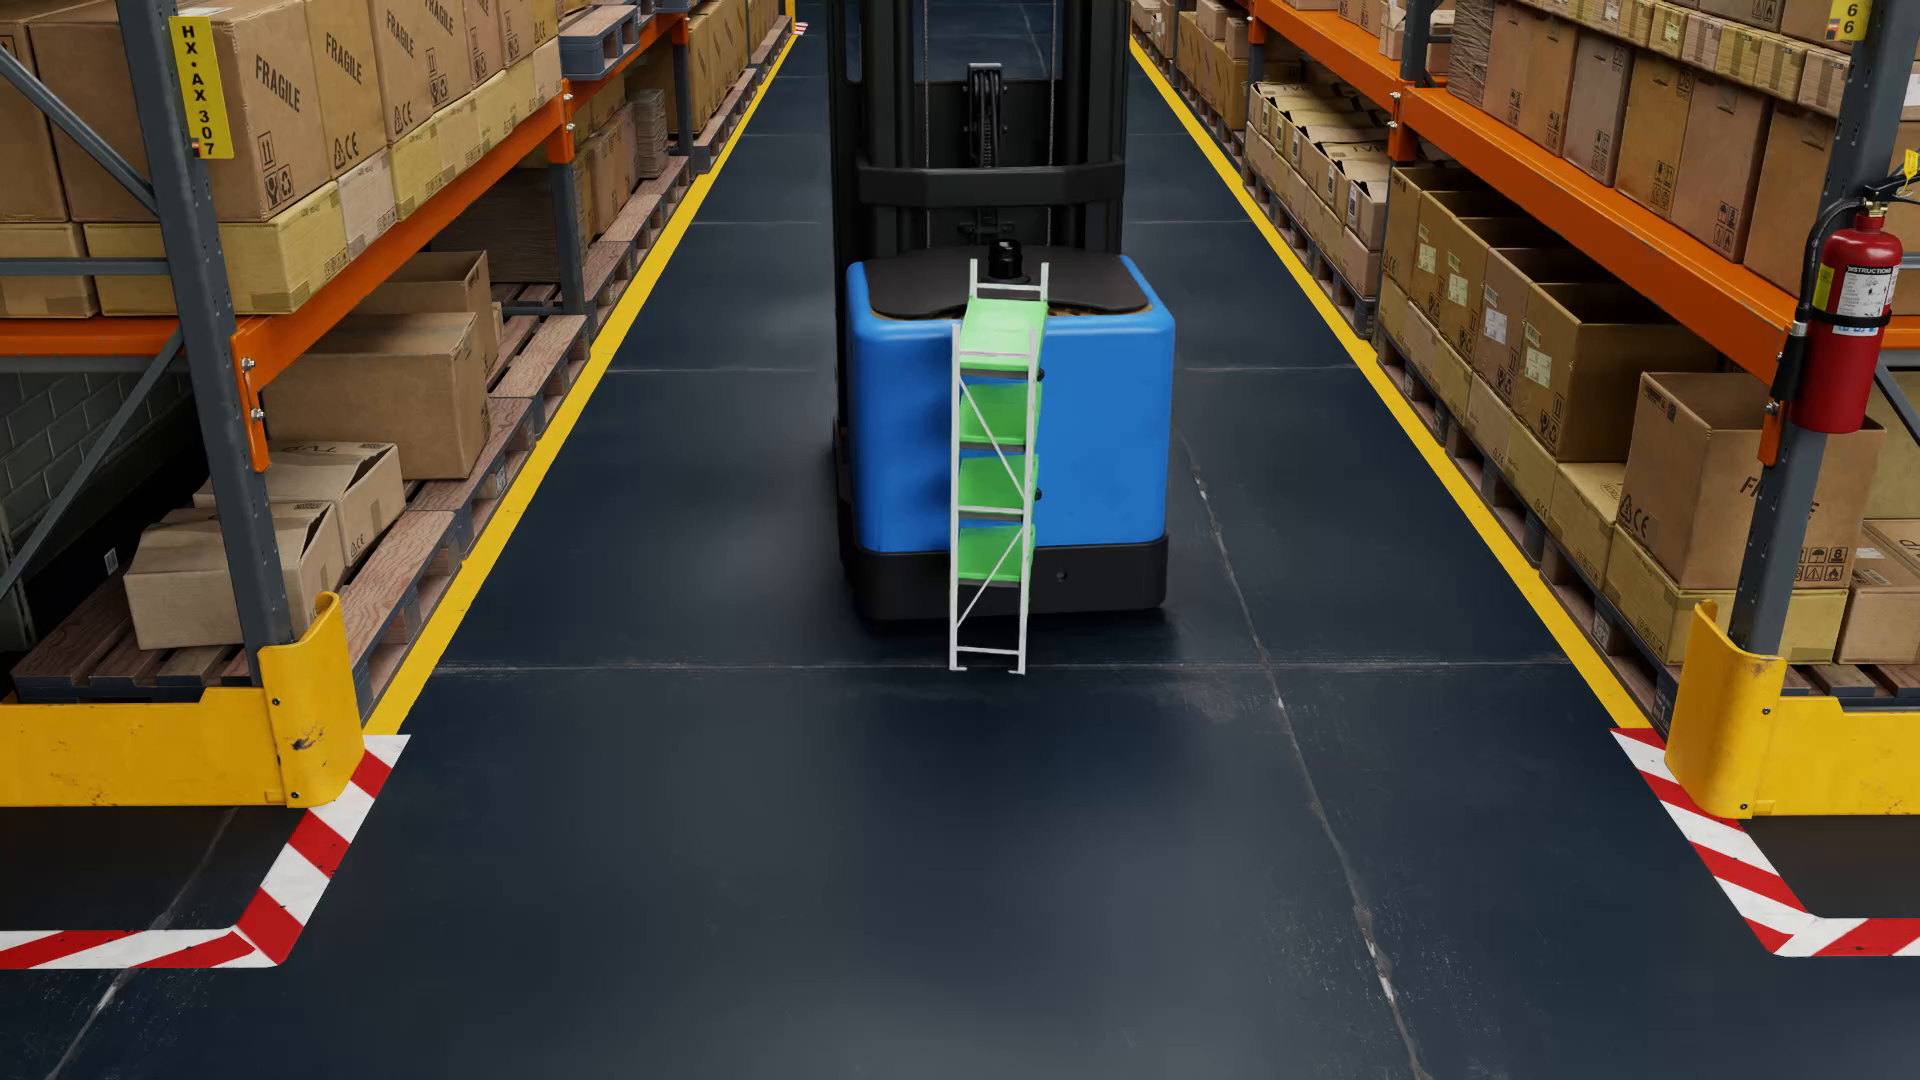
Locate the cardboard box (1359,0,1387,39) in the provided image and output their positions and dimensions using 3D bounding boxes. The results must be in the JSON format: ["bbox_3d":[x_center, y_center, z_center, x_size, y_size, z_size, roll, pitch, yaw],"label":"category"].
[{"bbox_3d":[2.581,-3.120,9.387,0.500,0.500,0.500,0,24,0],"label":"cardboard box"}]

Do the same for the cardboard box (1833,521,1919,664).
[{"bbox_3d":[2.845,0.154,5.098,0.500,0.250,0.500,0,24,-1],"label":"cardboard box"}]

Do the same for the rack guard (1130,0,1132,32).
[{"bbox_3d":[2.454,-6.109,19.150,1.175,0.500,0.348,0,24,-1],"label":"rack guard"}]

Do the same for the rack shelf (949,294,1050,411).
[{"bbox_3d":[0.123,-0.570,4.993,0.258,0.148,0.480,4,32,5],"label":"rack shelf"}]

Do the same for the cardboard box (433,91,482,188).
[{"bbox_3d":[-2.036,-1.438,5.946,0.500,0.250,0.500,0,24,0],"label":"cardboard box"}]

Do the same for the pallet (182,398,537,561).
[{"bbox_3d":[-2.310,-0.259,6.567,1.003,0.211,1.213,0,24,-1],"label":"pallet"}]

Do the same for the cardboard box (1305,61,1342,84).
[{"bbox_3d":[2.822,-3.233,12.258,0.500,0.500,0.500,1,24,2],"label":"cardboard box"}]

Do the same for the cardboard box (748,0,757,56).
[{"bbox_3d":[-2.362,-4.968,16.118,0.700,0.500,0.500,0,24,0],"label":"cardboard box"}]

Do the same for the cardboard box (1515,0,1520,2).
[{"bbox_3d":[2.405,-2.246,6.667,0.380,0.149,0.250,0,24,-1],"label":"cardboard box"}]

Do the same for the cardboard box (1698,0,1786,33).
[{"bbox_3d":[2.624,-1.754,4.792,0.700,0.500,0.500,-1,24,-2],"label":"cardboard box"}]

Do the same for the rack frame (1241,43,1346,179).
[{"bbox_3d":[2.541,-3.983,11.416,1.000,3.000,0.127,0,24,-1],"label":"rack frame"}]

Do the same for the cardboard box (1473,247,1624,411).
[{"bbox_3d":[2.295,-0.804,6.304,0.500,0.500,0.500,0,24,-1],"label":"cardboard box"}]

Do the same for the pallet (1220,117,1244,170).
[{"bbox_3d":[2.570,-3.020,12.671,1.003,0.211,1.213,0,24,-1],"label":"pallet"}]

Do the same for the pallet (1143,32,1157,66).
[{"bbox_3d":[2.474,-5.147,17.375,1.003,0.211,1.213,0,24,-1],"label":"pallet"}]

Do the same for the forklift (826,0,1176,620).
[{"bbox_3d":[0.043,-1.642,6.324,1.130,2.935,3.031,-2,24,-5],"label":"forklift"}]

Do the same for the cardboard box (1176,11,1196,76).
[{"bbox_3d":[2.259,-4.492,15.041,0.500,0.500,0.500,-1,24,-3],"label":"cardboard box"}]

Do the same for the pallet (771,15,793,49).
[{"bbox_3d":[-2.413,-5.655,18.499,1.003,0.211,1.213,0,24,-1],"label":"pallet"}]

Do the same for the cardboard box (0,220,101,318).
[{"bbox_3d":[-2.524,-0.795,4.525,0.500,0.250,0.500,0,24,0],"label":"cardboard box"}]

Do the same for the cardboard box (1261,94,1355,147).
[{"bbox_3d":[2.267,-2.743,10.821,0.500,0.311,0.500,-1,24,-2],"label":"cardboard box"}]

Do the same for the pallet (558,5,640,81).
[{"bbox_3d":[-2.232,-2.539,8.456,1.003,0.211,1.213,0,24,-1],"label":"pallet"}]

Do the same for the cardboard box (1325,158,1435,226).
[{"bbox_3d":[2.281,-1.908,8.976,0.500,0.311,0.500,0,24,1],"label":"cardboard box"}]

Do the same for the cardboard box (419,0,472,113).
[{"bbox_3d":[-2.042,-1.772,5.776,0.500,0.500,0.500,0,24,1],"label":"cardboard box"}]

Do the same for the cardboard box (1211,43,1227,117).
[{"bbox_3d":[2.291,-3.642,13.161,0.500,0.500,0.500,-1,24,-2],"label":"cardboard box"}]

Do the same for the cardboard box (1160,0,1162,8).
[{"bbox_3d":[2.471,-5.468,17.195,0.797,0.503,0.637,0,24,-1],"label":"cardboard box"}]

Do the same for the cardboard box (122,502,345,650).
[{"bbox_3d":[-2.243,0.077,5.169,0.500,0.311,0.500,-3,25,-7],"label":"cardboard box"}]

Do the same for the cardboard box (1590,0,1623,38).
[{"bbox_3d":[2.414,-1.823,5.732,0.380,0.149,0.250,-1,24,-1],"label":"cardboard box"}]

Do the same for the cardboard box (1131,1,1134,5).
[{"bbox_3d":[2.114,-6.006,18.816,0.380,0.149,0.250,0,24,-1],"label":"cardboard box"}]

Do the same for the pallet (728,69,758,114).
[{"bbox_3d":[-2.372,-4.019,14.880,1.003,0.211,1.213,0,24,-1],"label":"pallet"}]

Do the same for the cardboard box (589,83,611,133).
[{"bbox_3d":[-2.398,-2.618,9.989,0.500,0.250,0.500,0,24,-1],"label":"cardboard box"}]

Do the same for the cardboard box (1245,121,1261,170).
[{"bbox_3d":[2.253,-2.704,11.415,0.500,0.250,0.500,0,24,-1],"label":"cardboard box"}]

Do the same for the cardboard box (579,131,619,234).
[{"bbox_3d":[-2.415,-2.098,9.749,0.700,0.500,0.500,0,24,0],"label":"cardboard box"}]

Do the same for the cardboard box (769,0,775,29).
[{"bbox_3d":[-2.387,-5.813,17.988,0.700,0.500,0.500,0,24,-1],"label":"cardboard box"}]

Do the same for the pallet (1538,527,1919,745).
[{"bbox_3d":[2.578,0.270,5.398,1.003,0.211,1.213,0,24,-1],"label":"pallet"}]

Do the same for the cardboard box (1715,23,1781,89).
[{"bbox_3d":[2.426,-1.397,4.790,0.380,0.149,0.250,-1,24,-1],"label":"cardboard box"}]

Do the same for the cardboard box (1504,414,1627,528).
[{"bbox_3d":[2.302,-0.256,6.003,0.500,0.250,0.500,0,24,-1],"label":"cardboard box"}]

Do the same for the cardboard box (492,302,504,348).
[{"bbox_3d":[-2.333,-1.000,7.725,0.380,0.166,0.250,-3,25,-7],"label":"cardboard box"}]

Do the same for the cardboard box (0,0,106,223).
[{"bbox_3d":[-2.543,-1.138,4.374,0.500,0.500,0.500,-1,24,-1],"label":"cardboard box"}]

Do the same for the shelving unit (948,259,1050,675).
[{"bbox_3d":[0.119,-0.216,5.212,0.258,1.200,0.503,4,32,5],"label":"shelving unit"}]

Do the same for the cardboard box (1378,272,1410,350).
[{"bbox_3d":[2.286,-1.080,7.826,0.500,0.250,0.500,0,24,-1],"label":"cardboard box"}]

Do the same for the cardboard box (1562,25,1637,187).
[{"bbox_3d":[2.616,-1.562,5.942,0.700,0.500,0.500,0,24,1],"label":"cardboard box"}]

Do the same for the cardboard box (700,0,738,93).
[{"bbox_3d":[-2.307,-4.185,13.963,0.750,0.750,0.750,0,24,1],"label":"cardboard box"}]

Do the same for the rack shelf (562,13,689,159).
[{"bbox_3d":[-2.391,-2.807,9.689,1.077,0.370,4.000,0,24,-1],"label":"rack shelf"}]

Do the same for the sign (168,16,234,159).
[{"bbox_3d":[-1.783,-1.059,3.901,0.100,0.325,0.005,0,24,-1],"label":"sign"}]

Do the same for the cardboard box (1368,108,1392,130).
[{"bbox_3d":[2.808,-2.540,10.372,0.500,0.311,0.500,0,24,-1],"label":"cardboard box"}]

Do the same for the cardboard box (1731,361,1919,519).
[{"bbox_3d":[2.837,-0.394,5.399,0.500,0.500,0.500,0,24,-1],"label":"cardboard box"}]

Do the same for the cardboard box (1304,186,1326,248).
[{"bbox_3d":[2.280,-1.862,9.553,0.500,0.250,0.500,0,24,1],"label":"cardboard box"}]

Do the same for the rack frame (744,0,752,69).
[{"bbox_3d":[-2.456,-5.607,15.007,1.000,3.000,0.127,0,24,-1],"label":"rack frame"}]
